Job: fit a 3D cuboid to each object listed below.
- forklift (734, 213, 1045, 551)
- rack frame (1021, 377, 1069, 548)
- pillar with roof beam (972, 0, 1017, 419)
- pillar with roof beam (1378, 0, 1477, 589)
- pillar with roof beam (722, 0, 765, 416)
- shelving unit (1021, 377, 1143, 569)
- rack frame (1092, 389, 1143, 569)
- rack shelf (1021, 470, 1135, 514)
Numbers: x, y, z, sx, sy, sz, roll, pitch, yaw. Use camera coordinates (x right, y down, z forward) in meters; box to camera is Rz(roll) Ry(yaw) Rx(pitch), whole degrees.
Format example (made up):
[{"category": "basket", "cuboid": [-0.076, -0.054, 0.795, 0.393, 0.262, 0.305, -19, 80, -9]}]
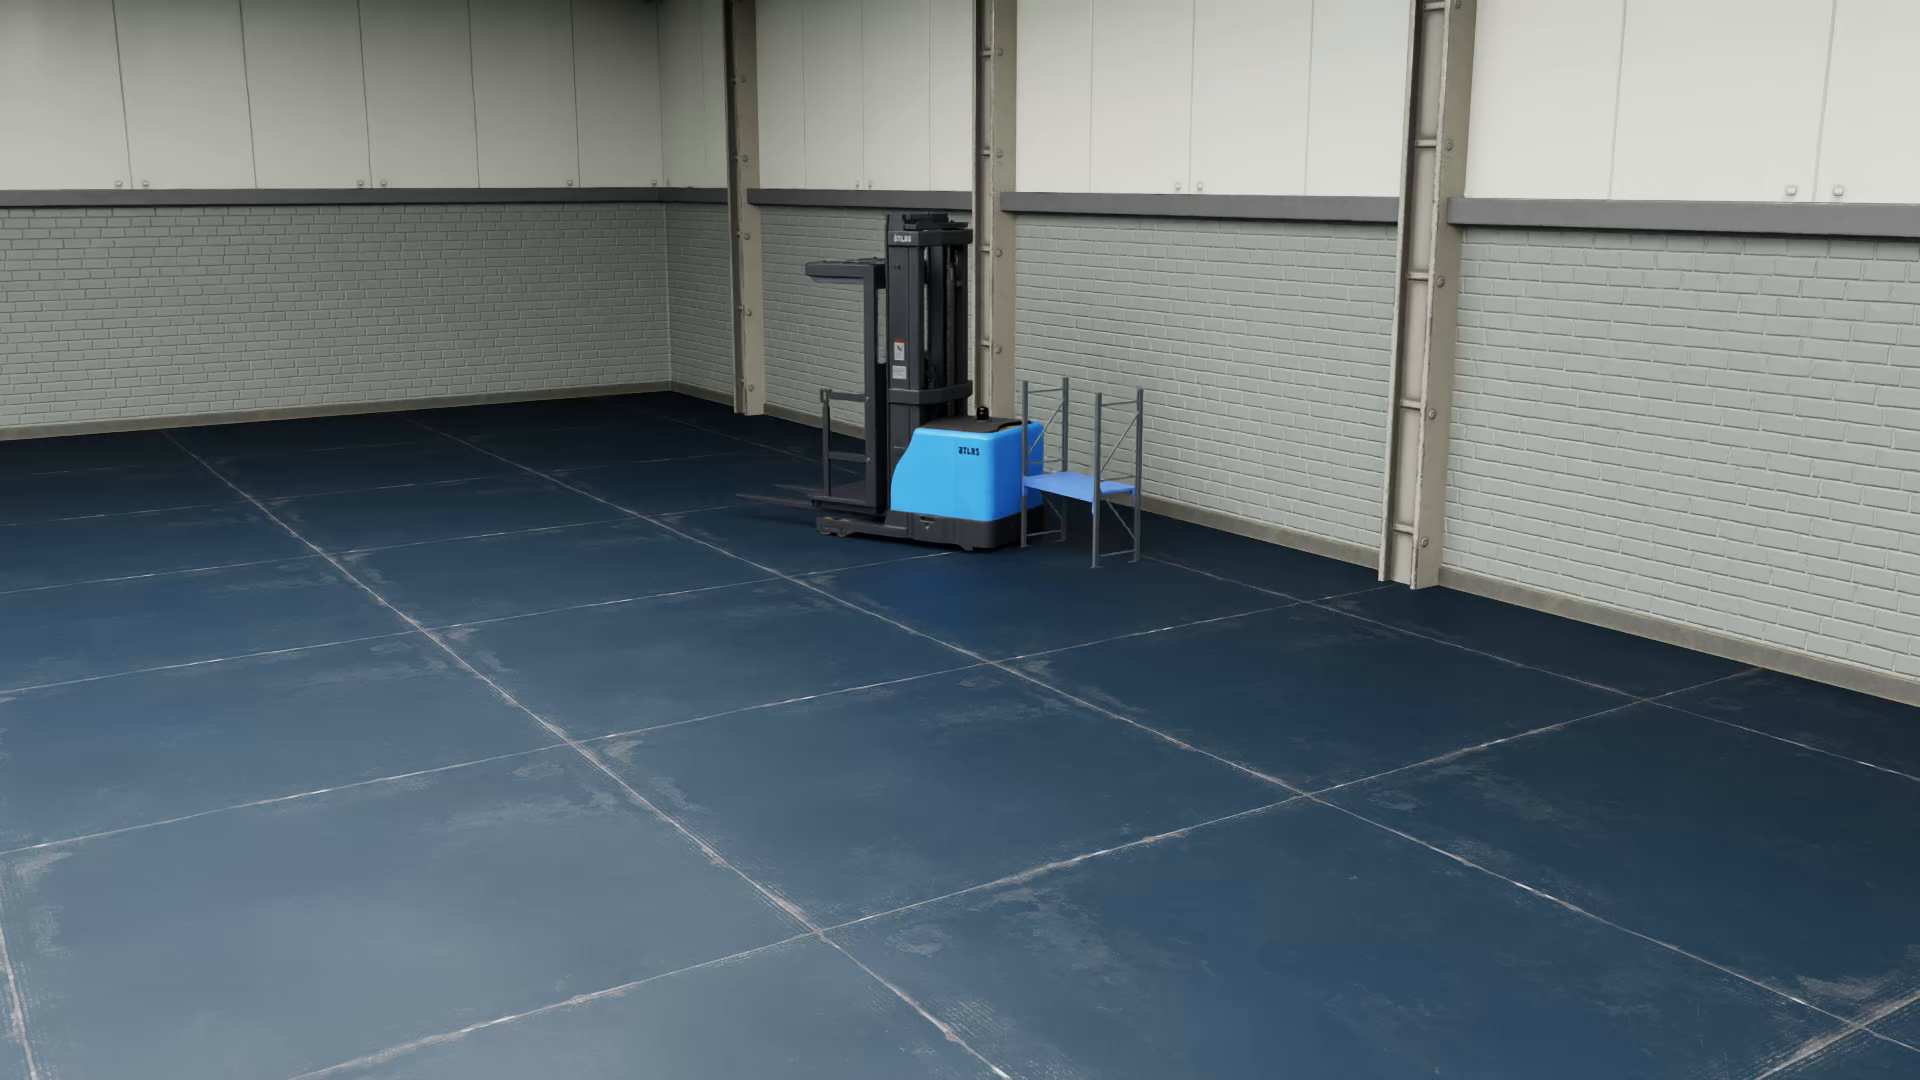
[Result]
[{"category": "forklift", "cuboid": [-0.743, -1.546, 15.459, 3.031, 2.935, 1.130, 8, 14, 31]}, {"category": "rack frame", "cuboid": [0.759, -0.695, 14.917, 0.500, 1.500, 0.032, -8, 15, -34]}, {"category": "pillar with roof beam", "cuboid": [-3.219, -4.607, 15.254, 9.100, 9.000, 0.400, -8, 15, -33]}, {"category": "pillar with roof beam", "cuboid": [0.105, -3.540, 10.374, 9.100, 9.000, 0.400, -8, 15, -33]}, {"category": "pillar with roof beam", "cuboid": [-6.543, -5.674, 20.133, 9.100, 9.000, 0.400, -8, 15, -33]}, {"category": "shelving unit", "cuboid": [1.049, -0.606, 14.509, 0.538, 1.500, 1.048, -8, 15, -34]}, {"category": "rack frame", "cuboid": [1.338, -0.516, 14.100, 0.500, 1.500, 0.032, -8, 15, -34]}, {"category": "rack shelf", "cuboid": [1.049, -0.430, 14.547, 0.538, 0.185, 1.000, -8, 15, -34]}]
